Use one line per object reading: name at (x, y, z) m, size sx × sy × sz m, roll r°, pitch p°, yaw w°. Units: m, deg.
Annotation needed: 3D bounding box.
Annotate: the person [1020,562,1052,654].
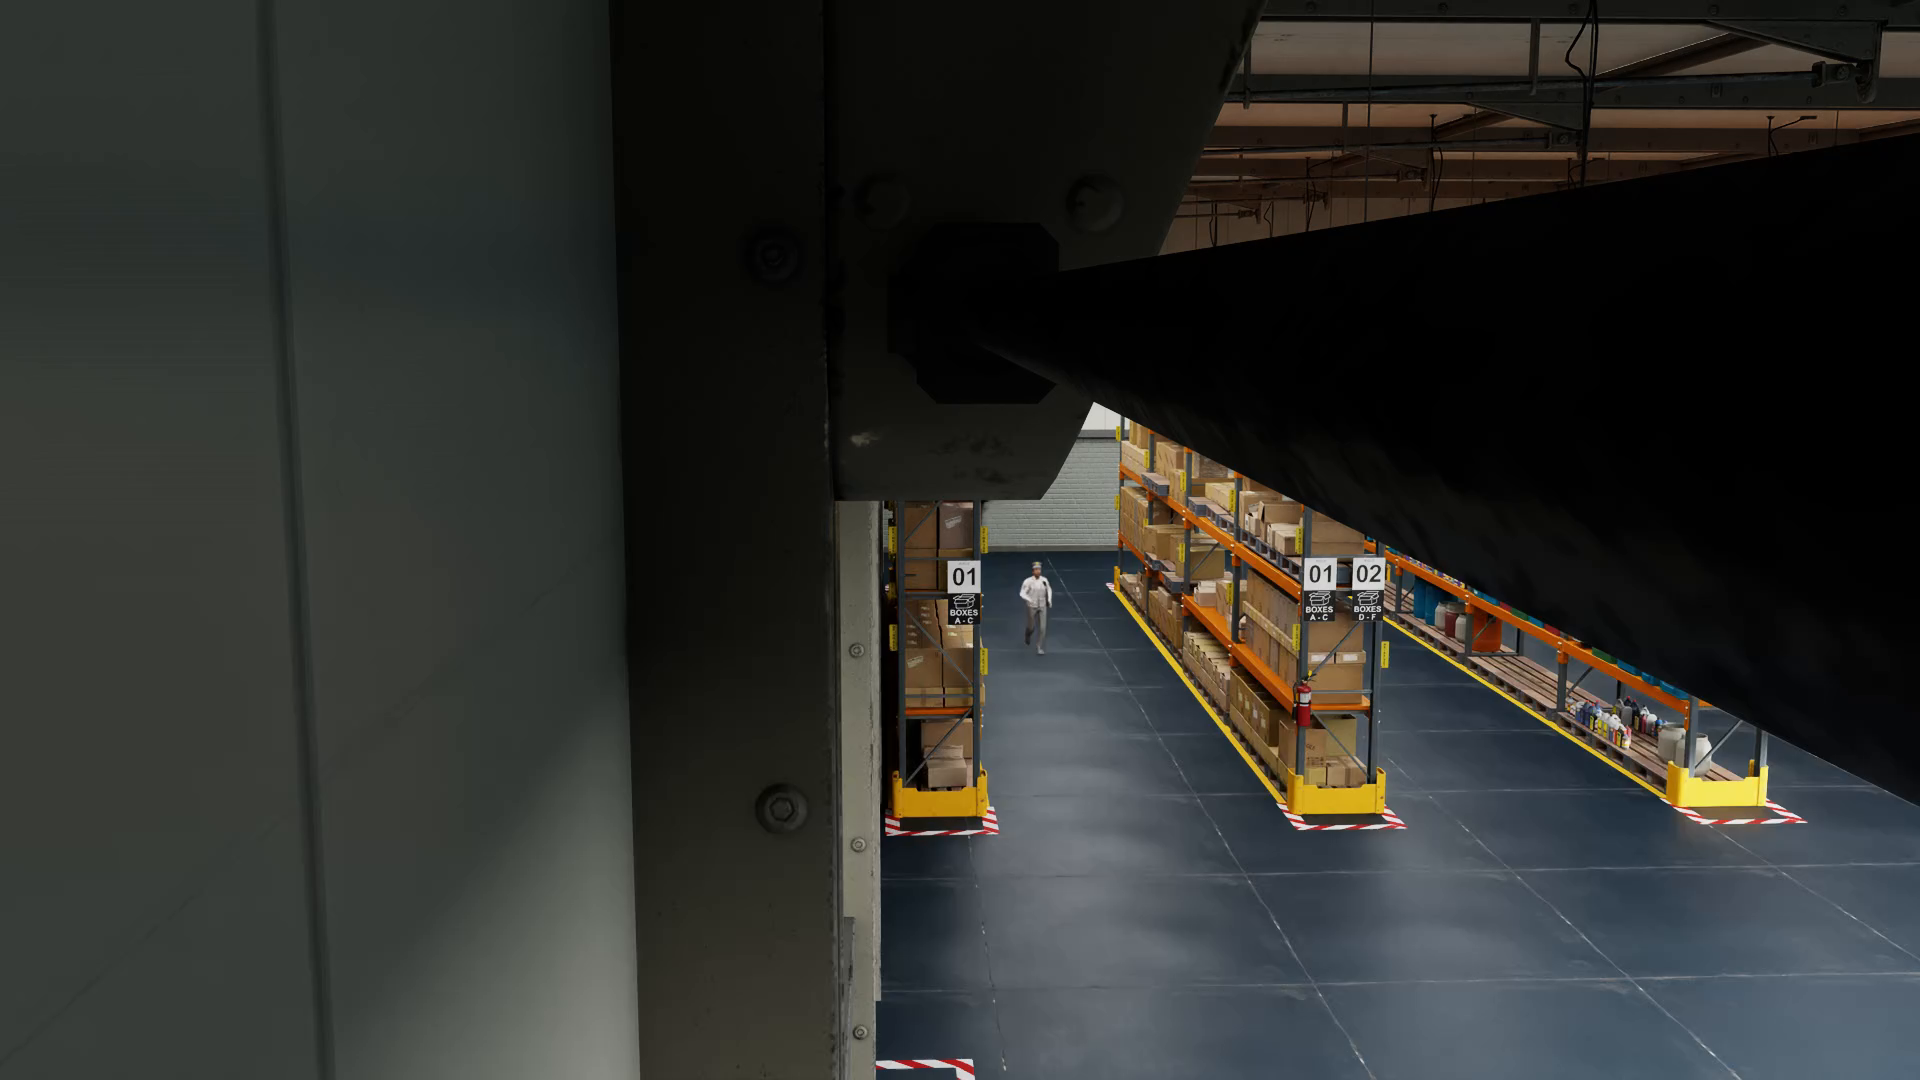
person at (1.387, 1.199, 30.003) m, size 0.625 × 1.654 × 0.723 m, roll -2°, pitch 8°, yaw -12°
